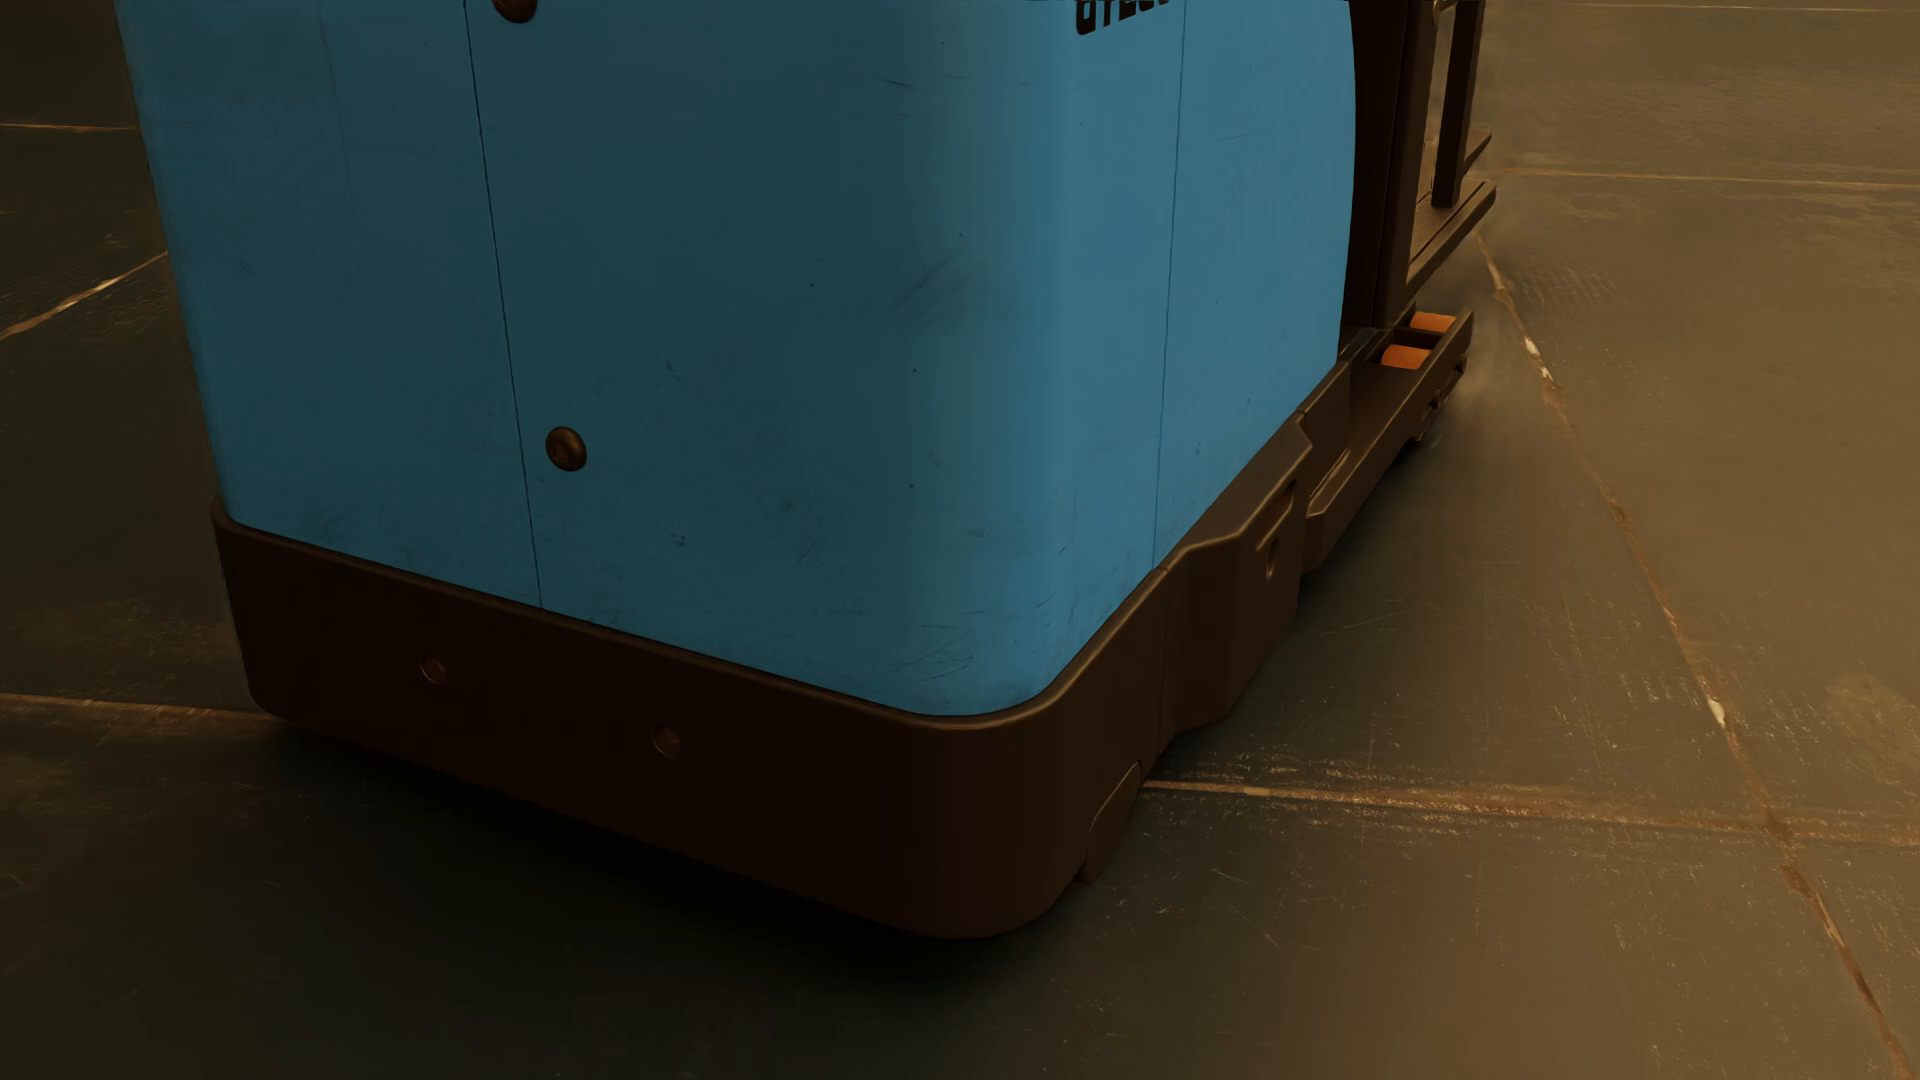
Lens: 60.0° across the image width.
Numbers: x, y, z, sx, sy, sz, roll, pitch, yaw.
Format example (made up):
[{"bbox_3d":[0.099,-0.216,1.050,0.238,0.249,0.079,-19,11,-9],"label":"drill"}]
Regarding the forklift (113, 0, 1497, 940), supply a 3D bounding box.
[{"bbox_3d":[0.269,-1.559,2.341,1.130,2.935,3.031,13,29,24],"label":"forklift"}]
